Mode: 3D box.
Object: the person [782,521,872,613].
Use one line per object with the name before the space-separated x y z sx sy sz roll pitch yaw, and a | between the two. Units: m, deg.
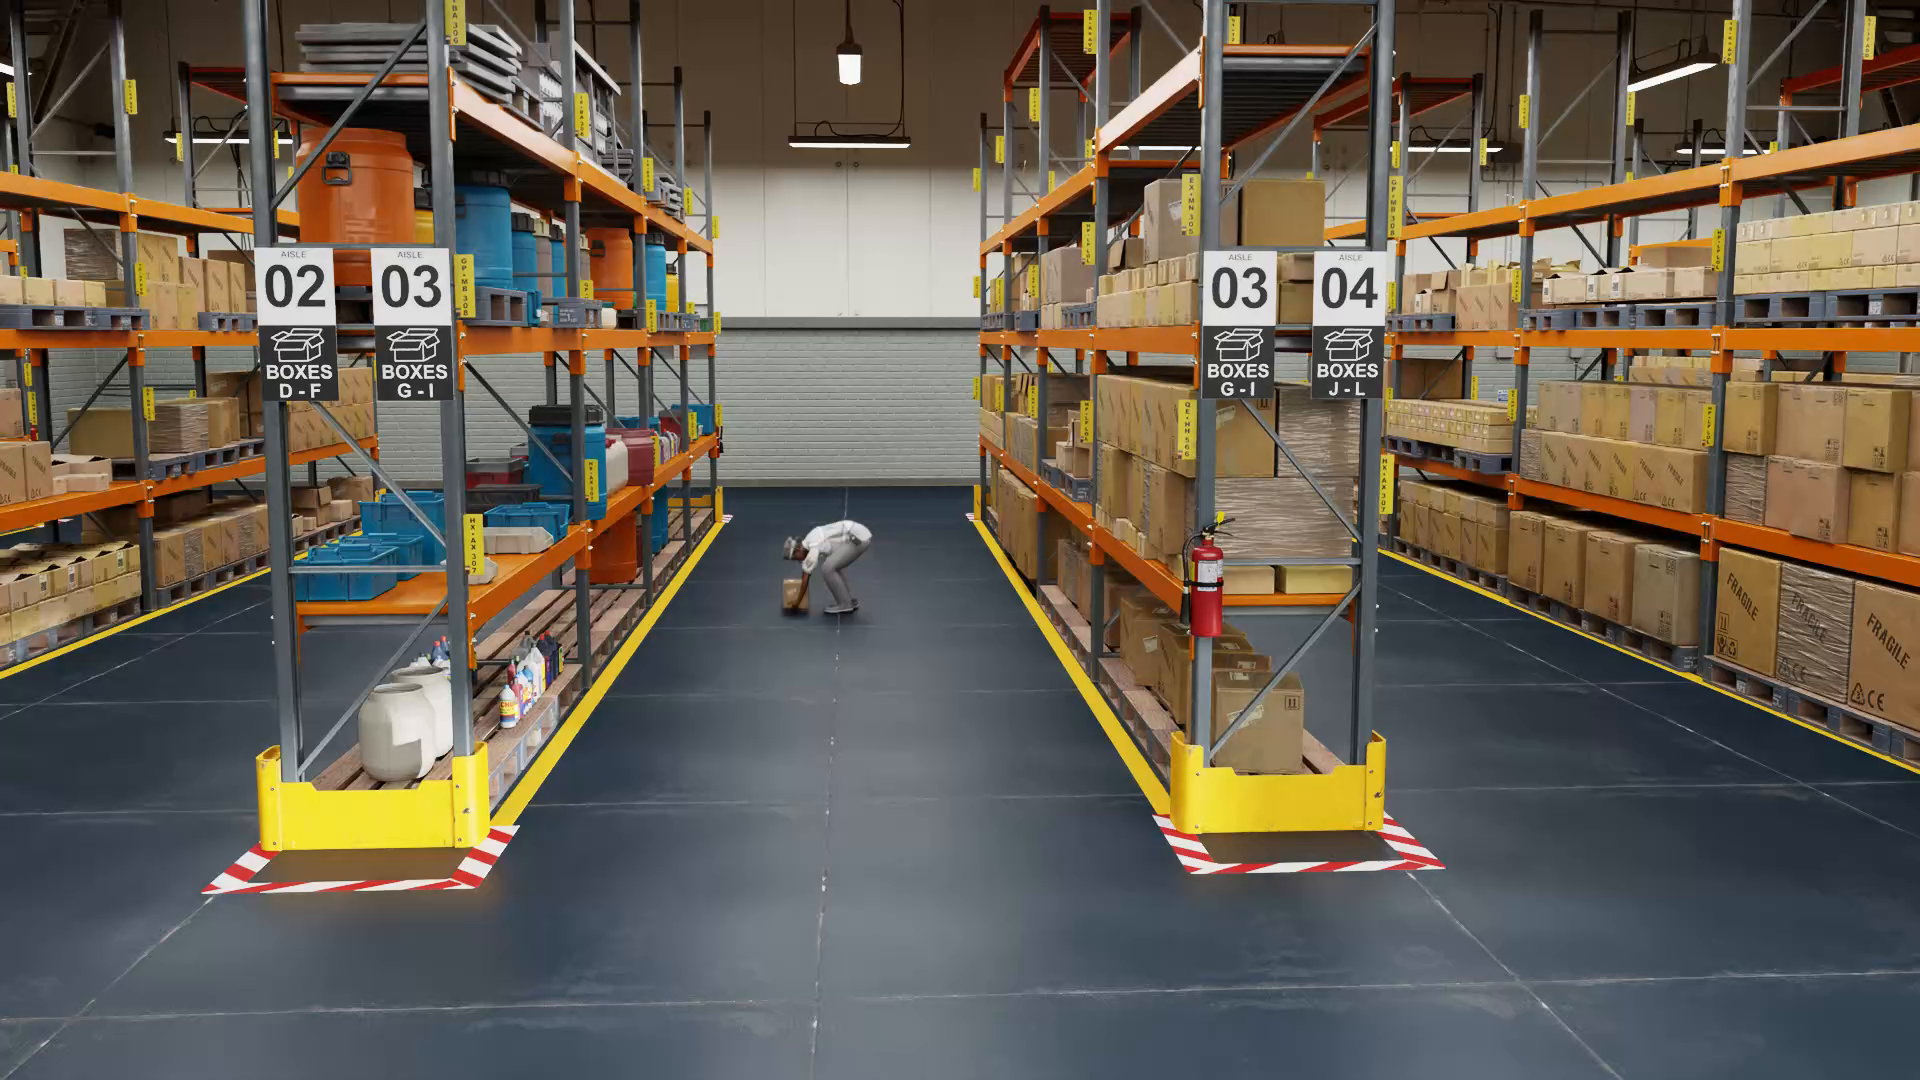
person | -1.333 0.268 16.678 0.904 0.908 0.451 -1 7 -6
